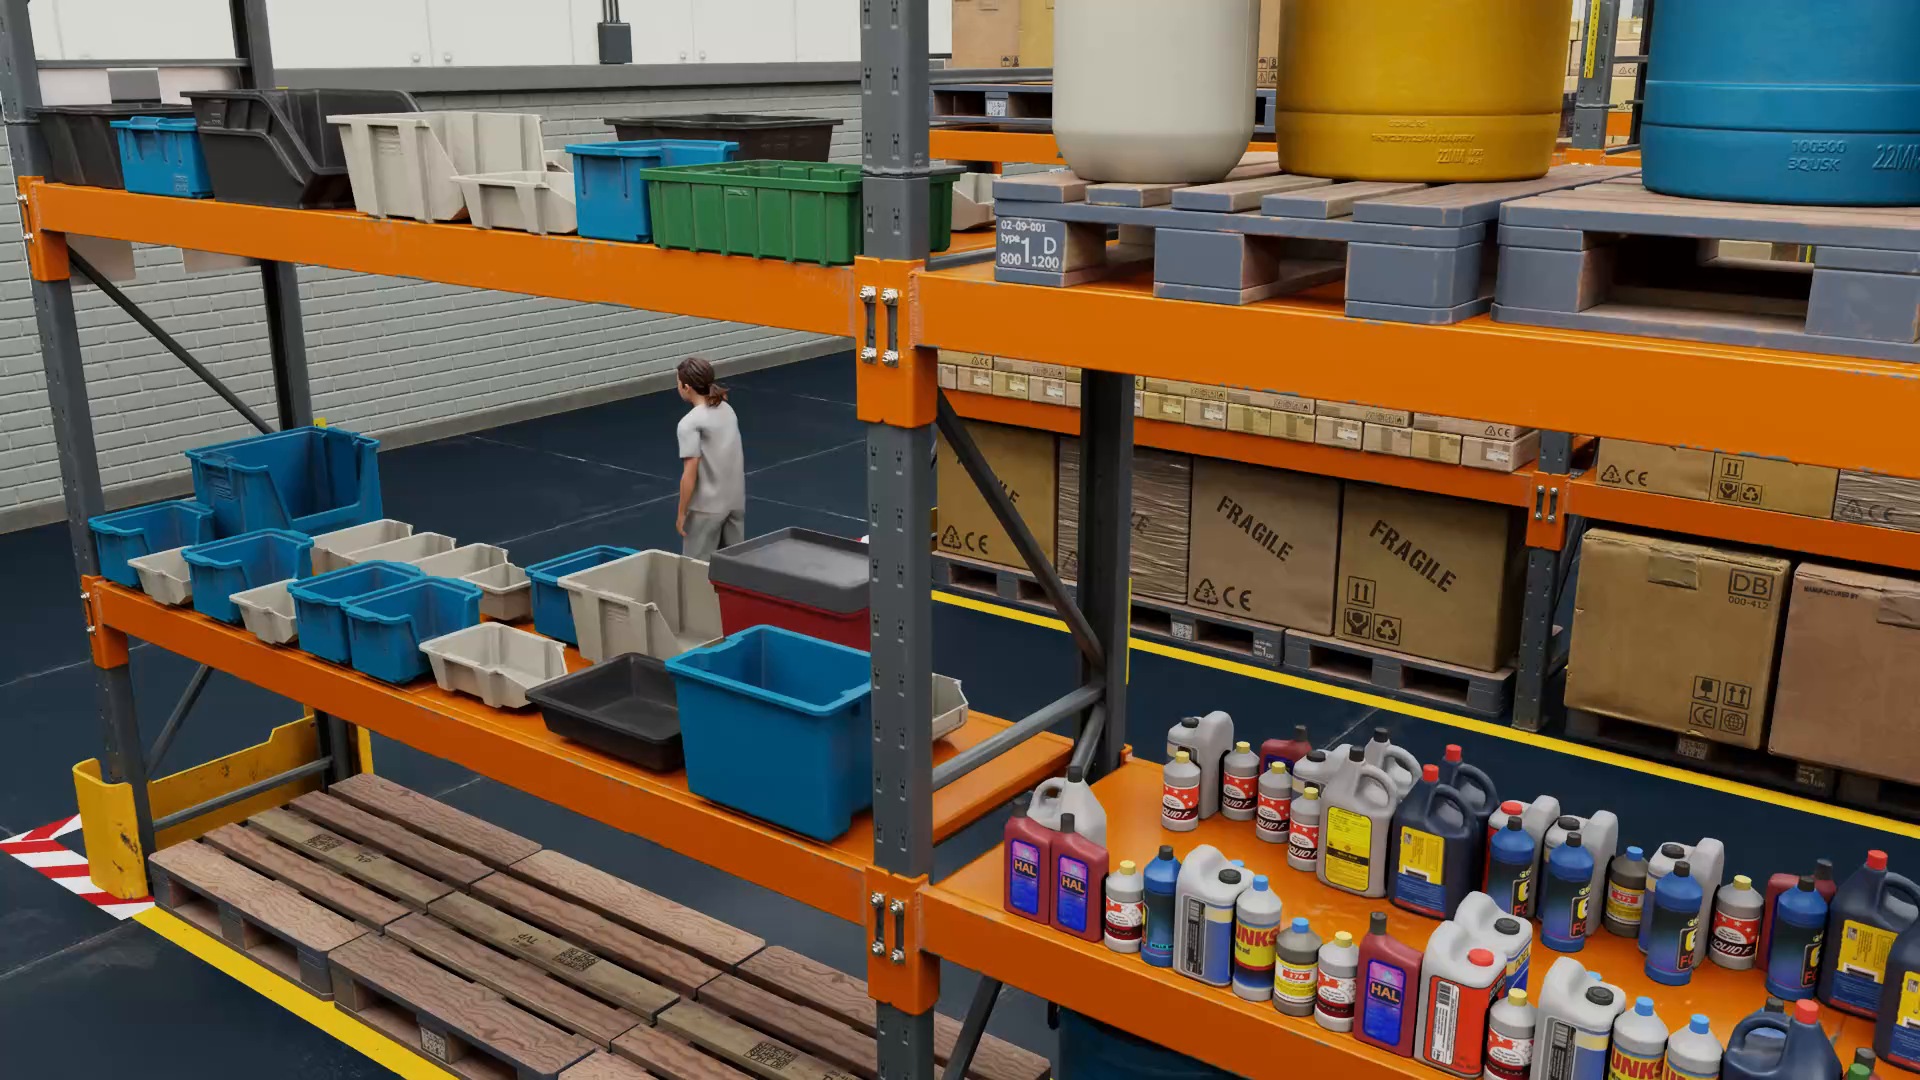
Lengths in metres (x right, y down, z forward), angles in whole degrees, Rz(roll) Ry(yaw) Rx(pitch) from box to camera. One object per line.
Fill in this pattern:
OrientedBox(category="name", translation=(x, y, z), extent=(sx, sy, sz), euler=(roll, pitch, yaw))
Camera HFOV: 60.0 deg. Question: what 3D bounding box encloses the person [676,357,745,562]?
OrientedBox(category="person", translation=(-1.389, -0.184, 9.159), extent=(0.412, 1.672, 0.514), euler=(11, 20, 32))
